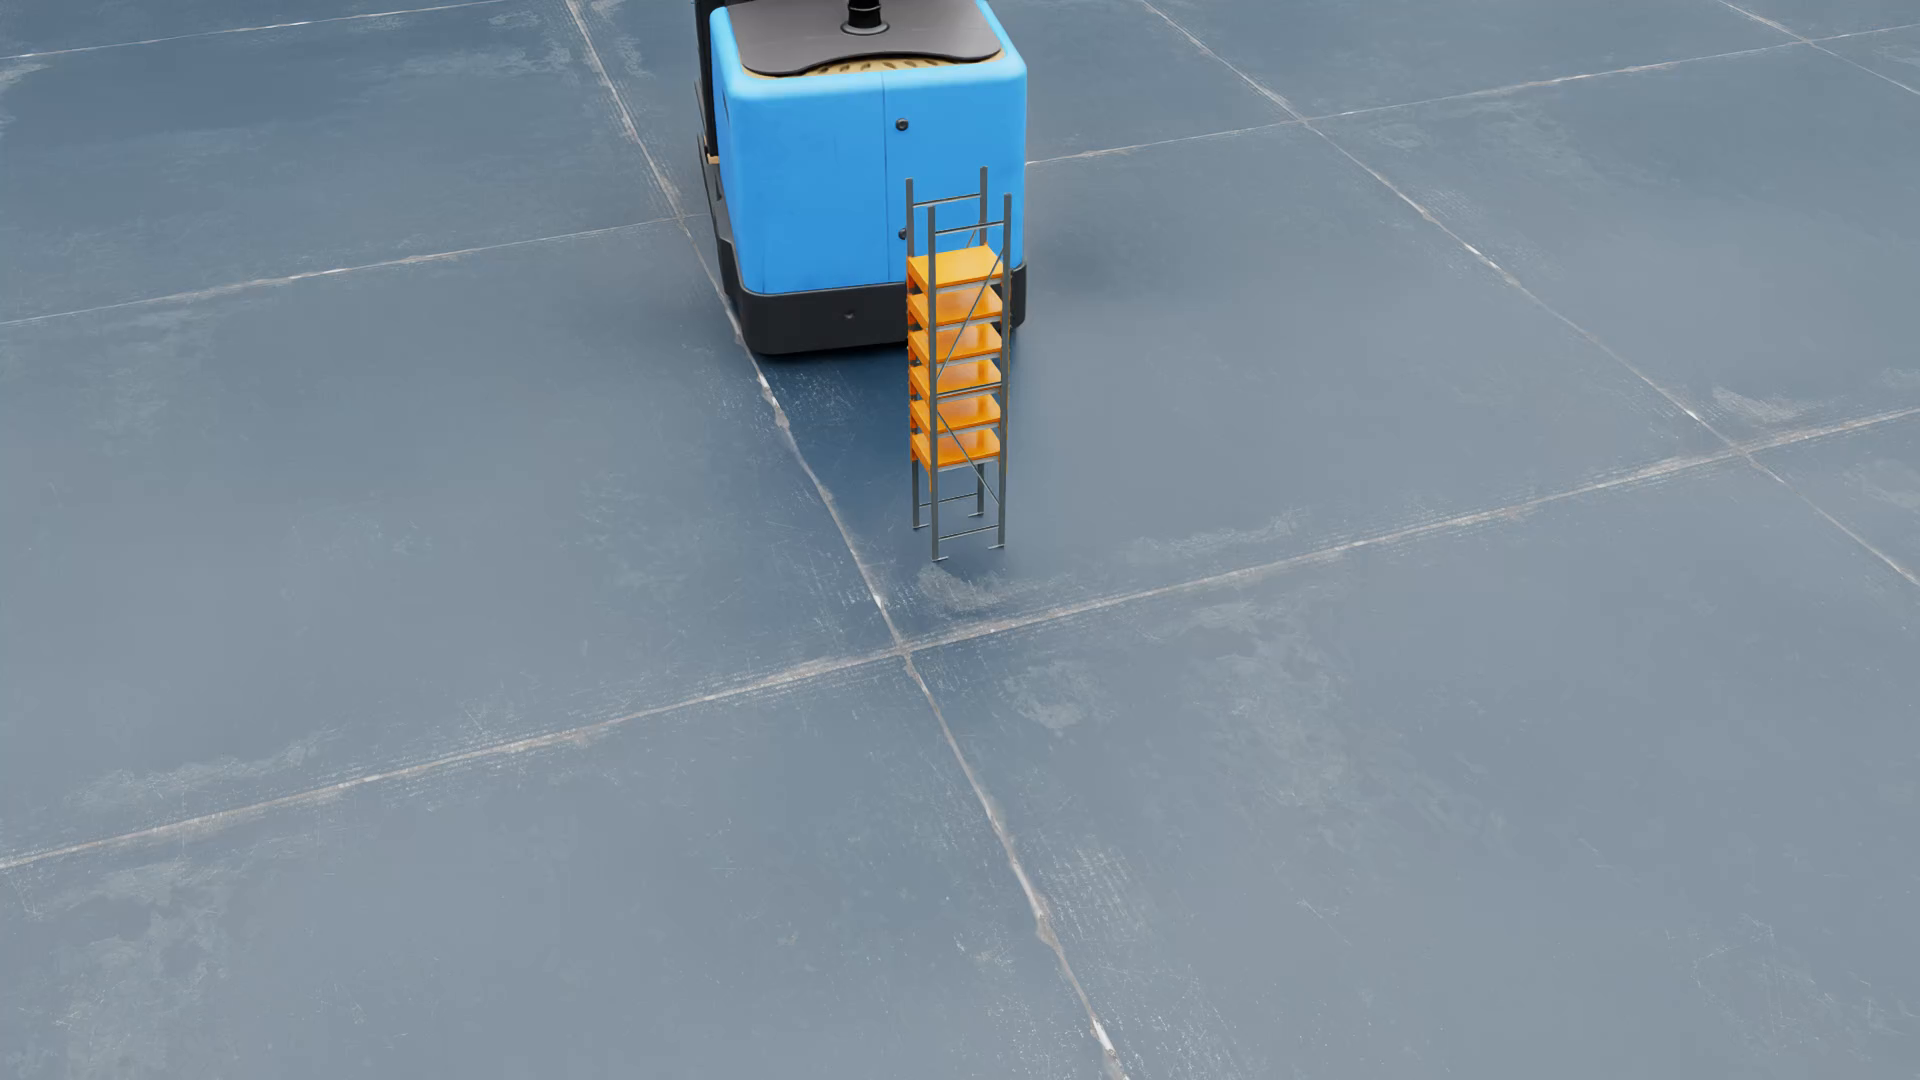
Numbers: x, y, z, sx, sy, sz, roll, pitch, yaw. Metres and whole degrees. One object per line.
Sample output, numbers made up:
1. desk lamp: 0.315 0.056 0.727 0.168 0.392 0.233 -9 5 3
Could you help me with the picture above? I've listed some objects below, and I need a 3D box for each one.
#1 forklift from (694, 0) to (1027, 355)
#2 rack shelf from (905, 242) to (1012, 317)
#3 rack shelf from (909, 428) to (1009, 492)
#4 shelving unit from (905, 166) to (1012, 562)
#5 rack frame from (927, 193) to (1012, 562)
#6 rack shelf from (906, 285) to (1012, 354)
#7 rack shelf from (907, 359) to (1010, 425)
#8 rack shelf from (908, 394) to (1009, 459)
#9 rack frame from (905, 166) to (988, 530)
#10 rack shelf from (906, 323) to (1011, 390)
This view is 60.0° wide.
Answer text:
1. forklift: -0.554 -2.728 6.436 1.130 2.935 3.031 -7 38 -9
2. rack shelf: -0.005 -0.739 4.710 0.258 0.103 0.180 -12 39 -16
3. rack shelf: -0.005 -0.260 5.071 0.258 0.103 0.180 -12 39 -16
4. shelving unit: -0.005 -0.487 4.900 0.258 1.200 0.189 -12 39 -16
5. rack frame: 0.026 -0.436 4.831 0.240 1.200 0.006 -12 39 -16
6. rack shelf: -0.005 -0.644 4.782 0.258 0.103 0.180 -12 39 -16
7. rack shelf: -0.005 -0.452 4.927 0.258 0.103 0.180 -12 39 -16
8. rack shelf: -0.005 -0.356 4.999 0.258 0.103 0.180 -12 39 -16
9. rack frame: -0.036 -0.539 4.968 0.240 1.200 0.006 -12 39 -16
10. rack shelf: -0.005 -0.548 4.854 0.258 0.103 0.180 -12 39 -16
